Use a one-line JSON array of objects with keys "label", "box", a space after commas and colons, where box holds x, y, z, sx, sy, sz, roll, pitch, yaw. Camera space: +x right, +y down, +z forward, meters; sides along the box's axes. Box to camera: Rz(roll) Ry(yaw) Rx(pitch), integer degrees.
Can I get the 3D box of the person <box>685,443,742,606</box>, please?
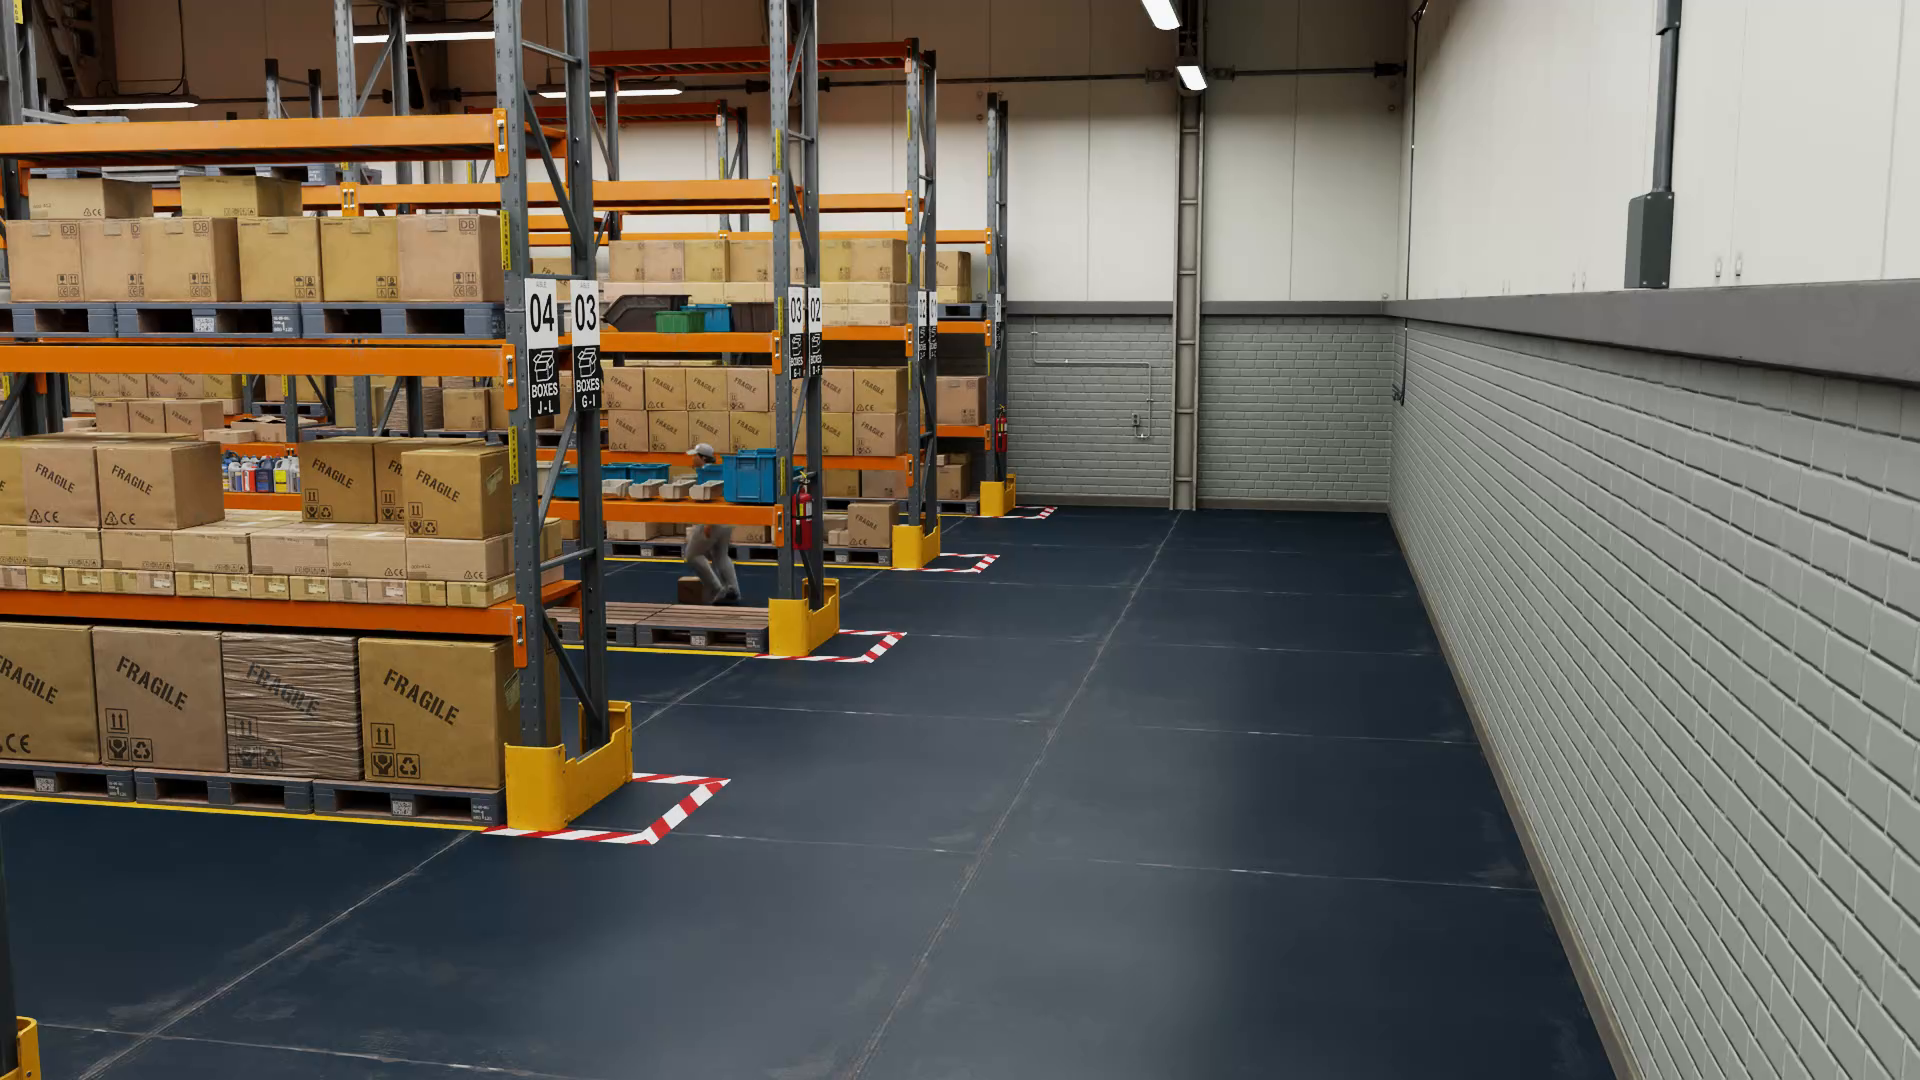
[{"label": "person", "box": [-2.518, -0.144, 16.964, 0.533, 1.678, 0.563, 1, 8, 6]}]
